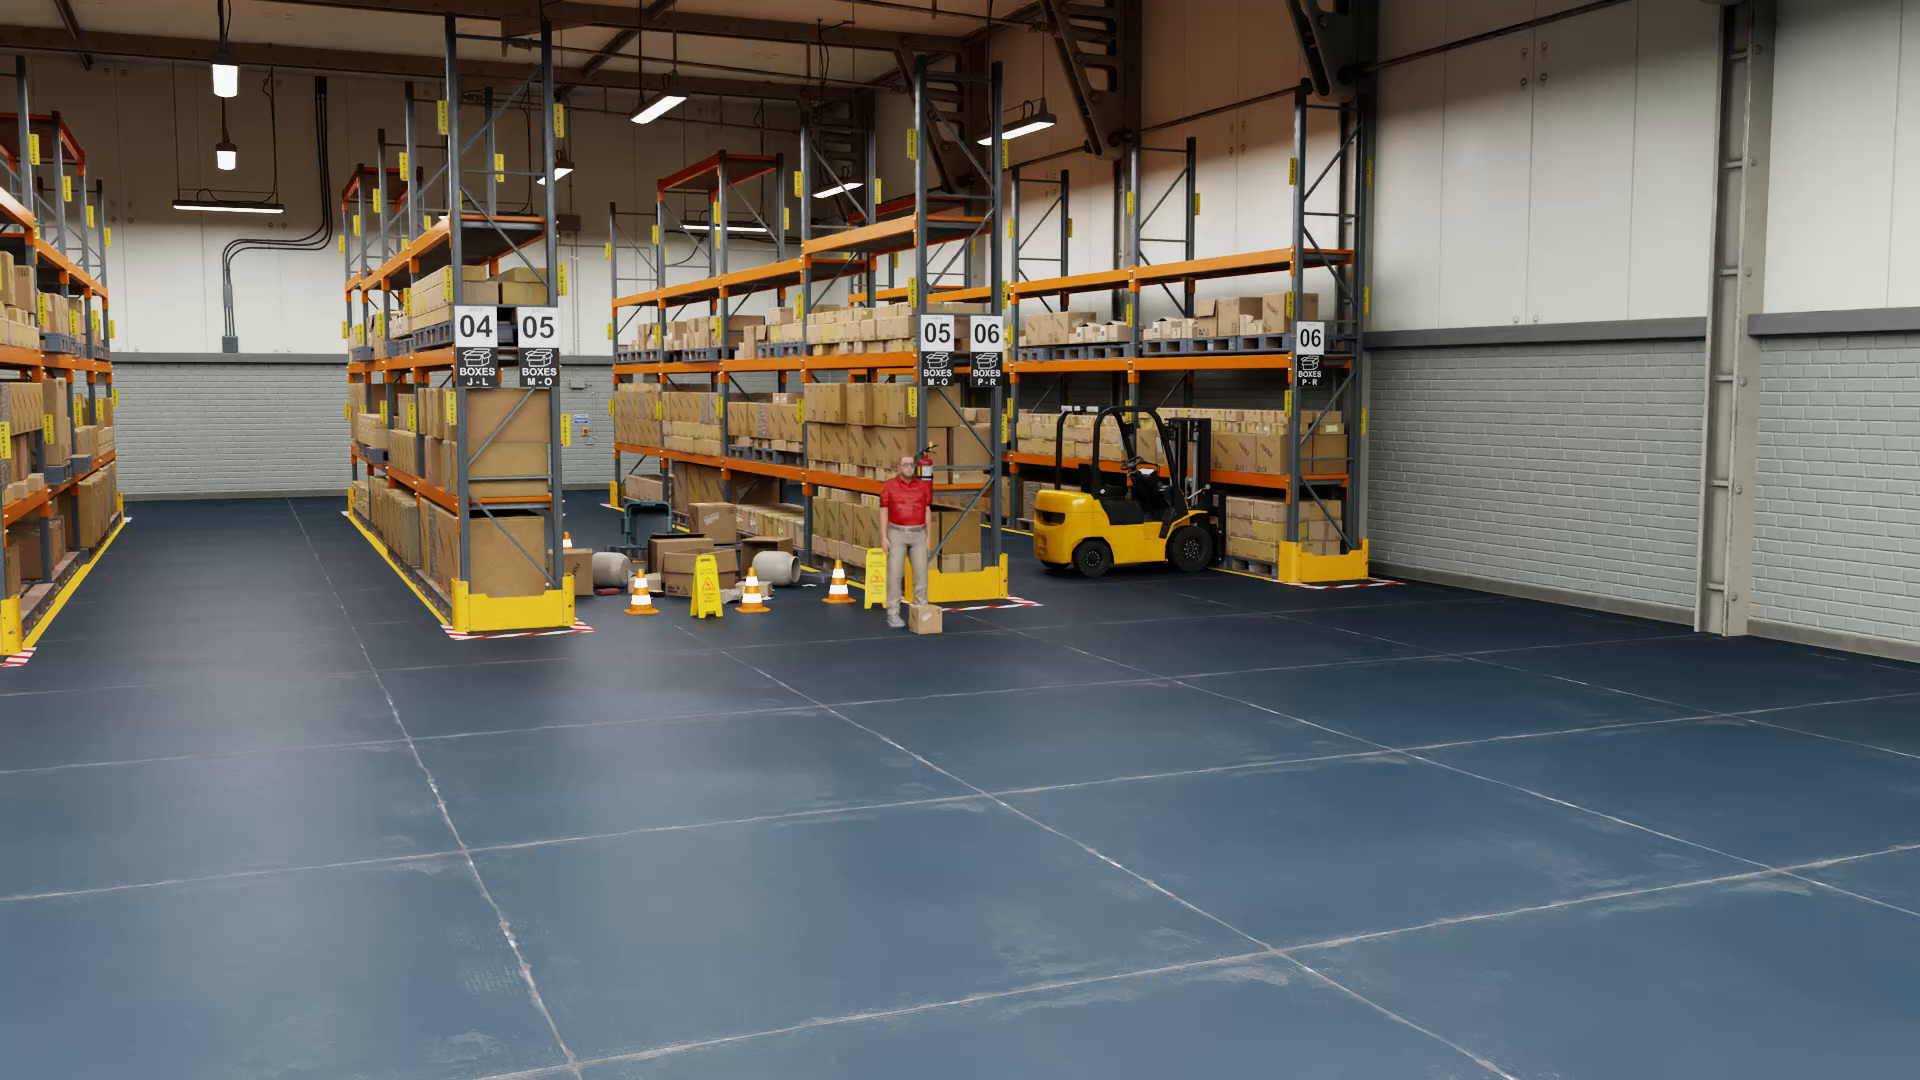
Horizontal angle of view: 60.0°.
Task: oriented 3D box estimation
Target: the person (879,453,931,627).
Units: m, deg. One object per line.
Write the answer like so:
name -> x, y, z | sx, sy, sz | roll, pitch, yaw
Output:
person -> -0.537, -0.004, 16.793 | 0.547, 1.734, 0.376 | -2, 6, -17
